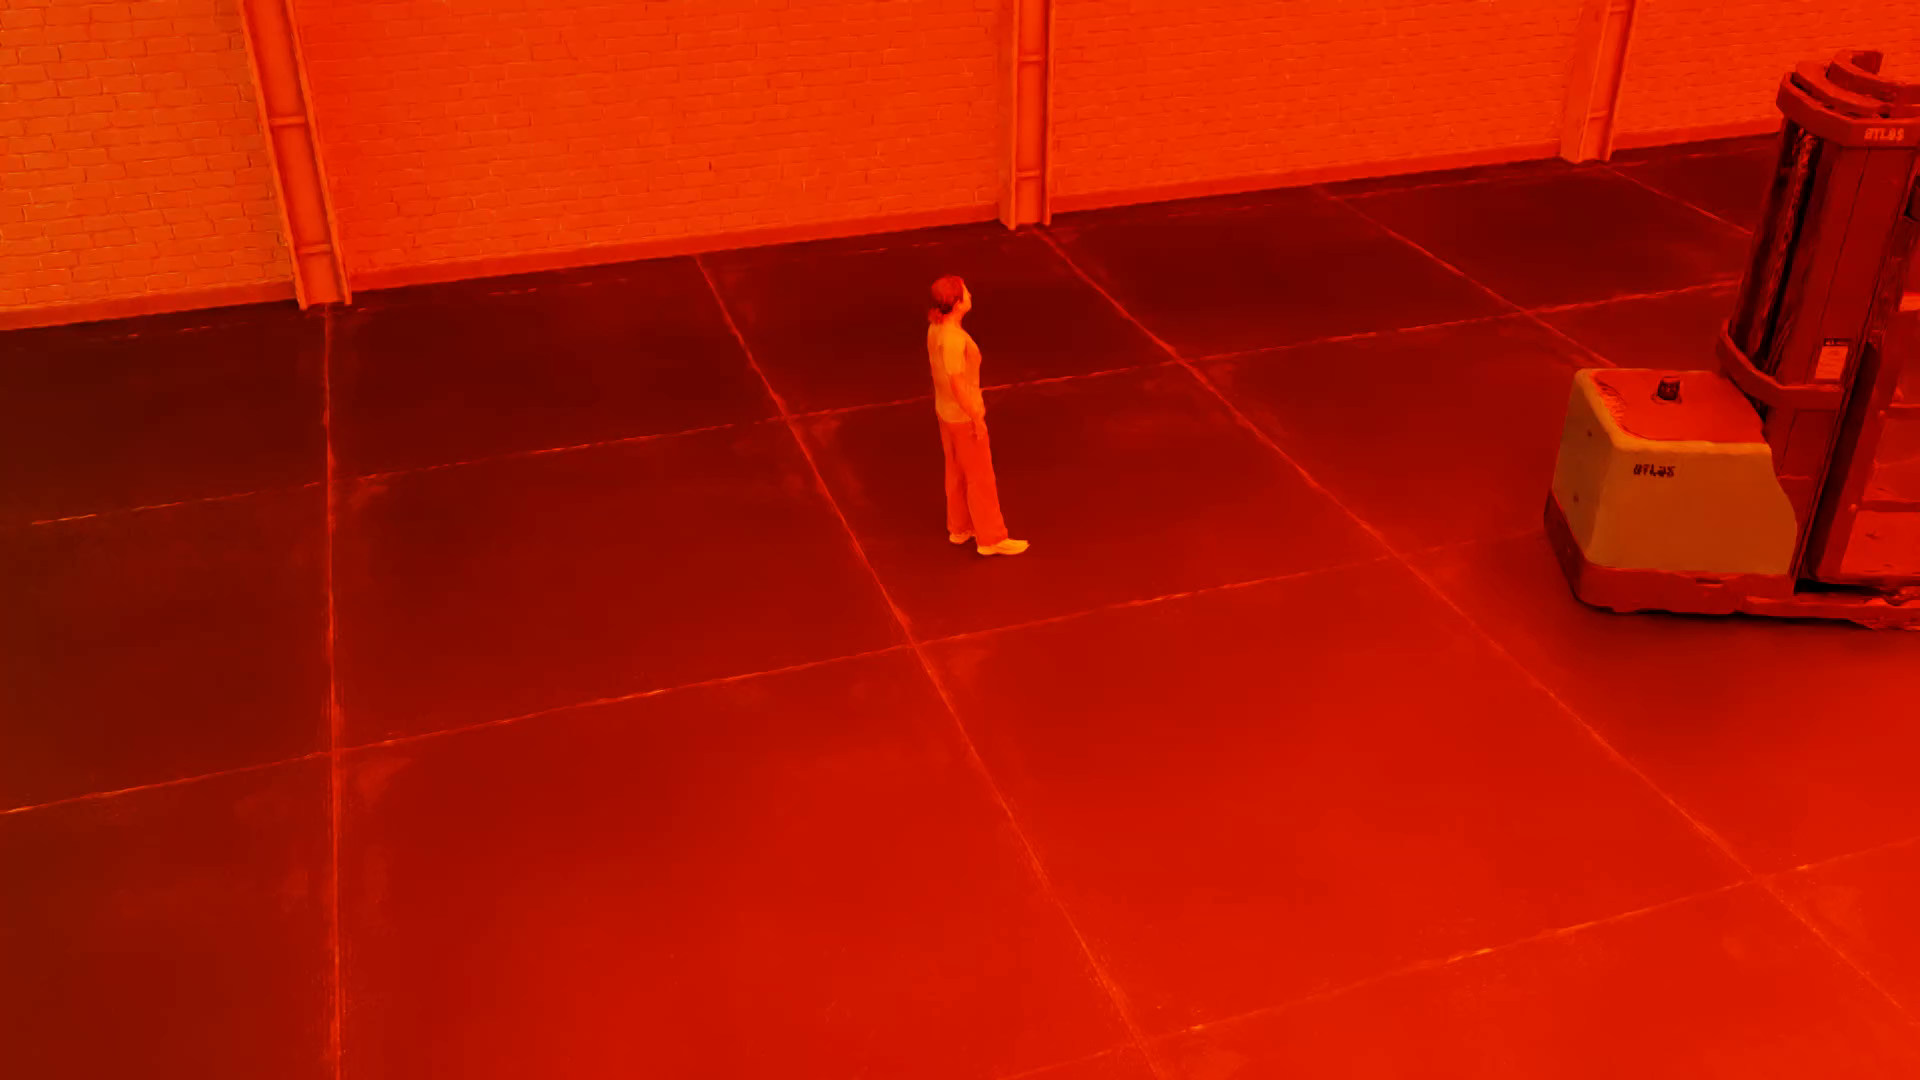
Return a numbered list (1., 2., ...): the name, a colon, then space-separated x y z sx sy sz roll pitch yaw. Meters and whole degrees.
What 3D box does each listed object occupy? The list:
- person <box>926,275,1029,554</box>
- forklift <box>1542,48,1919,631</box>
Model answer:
1. person: 0.074 -0.739 9.616 0.548 1.674 0.554 -10 31 -16
2. forklift: 5.005 -1.047 8.907 3.031 2.935 1.130 2 30 4
